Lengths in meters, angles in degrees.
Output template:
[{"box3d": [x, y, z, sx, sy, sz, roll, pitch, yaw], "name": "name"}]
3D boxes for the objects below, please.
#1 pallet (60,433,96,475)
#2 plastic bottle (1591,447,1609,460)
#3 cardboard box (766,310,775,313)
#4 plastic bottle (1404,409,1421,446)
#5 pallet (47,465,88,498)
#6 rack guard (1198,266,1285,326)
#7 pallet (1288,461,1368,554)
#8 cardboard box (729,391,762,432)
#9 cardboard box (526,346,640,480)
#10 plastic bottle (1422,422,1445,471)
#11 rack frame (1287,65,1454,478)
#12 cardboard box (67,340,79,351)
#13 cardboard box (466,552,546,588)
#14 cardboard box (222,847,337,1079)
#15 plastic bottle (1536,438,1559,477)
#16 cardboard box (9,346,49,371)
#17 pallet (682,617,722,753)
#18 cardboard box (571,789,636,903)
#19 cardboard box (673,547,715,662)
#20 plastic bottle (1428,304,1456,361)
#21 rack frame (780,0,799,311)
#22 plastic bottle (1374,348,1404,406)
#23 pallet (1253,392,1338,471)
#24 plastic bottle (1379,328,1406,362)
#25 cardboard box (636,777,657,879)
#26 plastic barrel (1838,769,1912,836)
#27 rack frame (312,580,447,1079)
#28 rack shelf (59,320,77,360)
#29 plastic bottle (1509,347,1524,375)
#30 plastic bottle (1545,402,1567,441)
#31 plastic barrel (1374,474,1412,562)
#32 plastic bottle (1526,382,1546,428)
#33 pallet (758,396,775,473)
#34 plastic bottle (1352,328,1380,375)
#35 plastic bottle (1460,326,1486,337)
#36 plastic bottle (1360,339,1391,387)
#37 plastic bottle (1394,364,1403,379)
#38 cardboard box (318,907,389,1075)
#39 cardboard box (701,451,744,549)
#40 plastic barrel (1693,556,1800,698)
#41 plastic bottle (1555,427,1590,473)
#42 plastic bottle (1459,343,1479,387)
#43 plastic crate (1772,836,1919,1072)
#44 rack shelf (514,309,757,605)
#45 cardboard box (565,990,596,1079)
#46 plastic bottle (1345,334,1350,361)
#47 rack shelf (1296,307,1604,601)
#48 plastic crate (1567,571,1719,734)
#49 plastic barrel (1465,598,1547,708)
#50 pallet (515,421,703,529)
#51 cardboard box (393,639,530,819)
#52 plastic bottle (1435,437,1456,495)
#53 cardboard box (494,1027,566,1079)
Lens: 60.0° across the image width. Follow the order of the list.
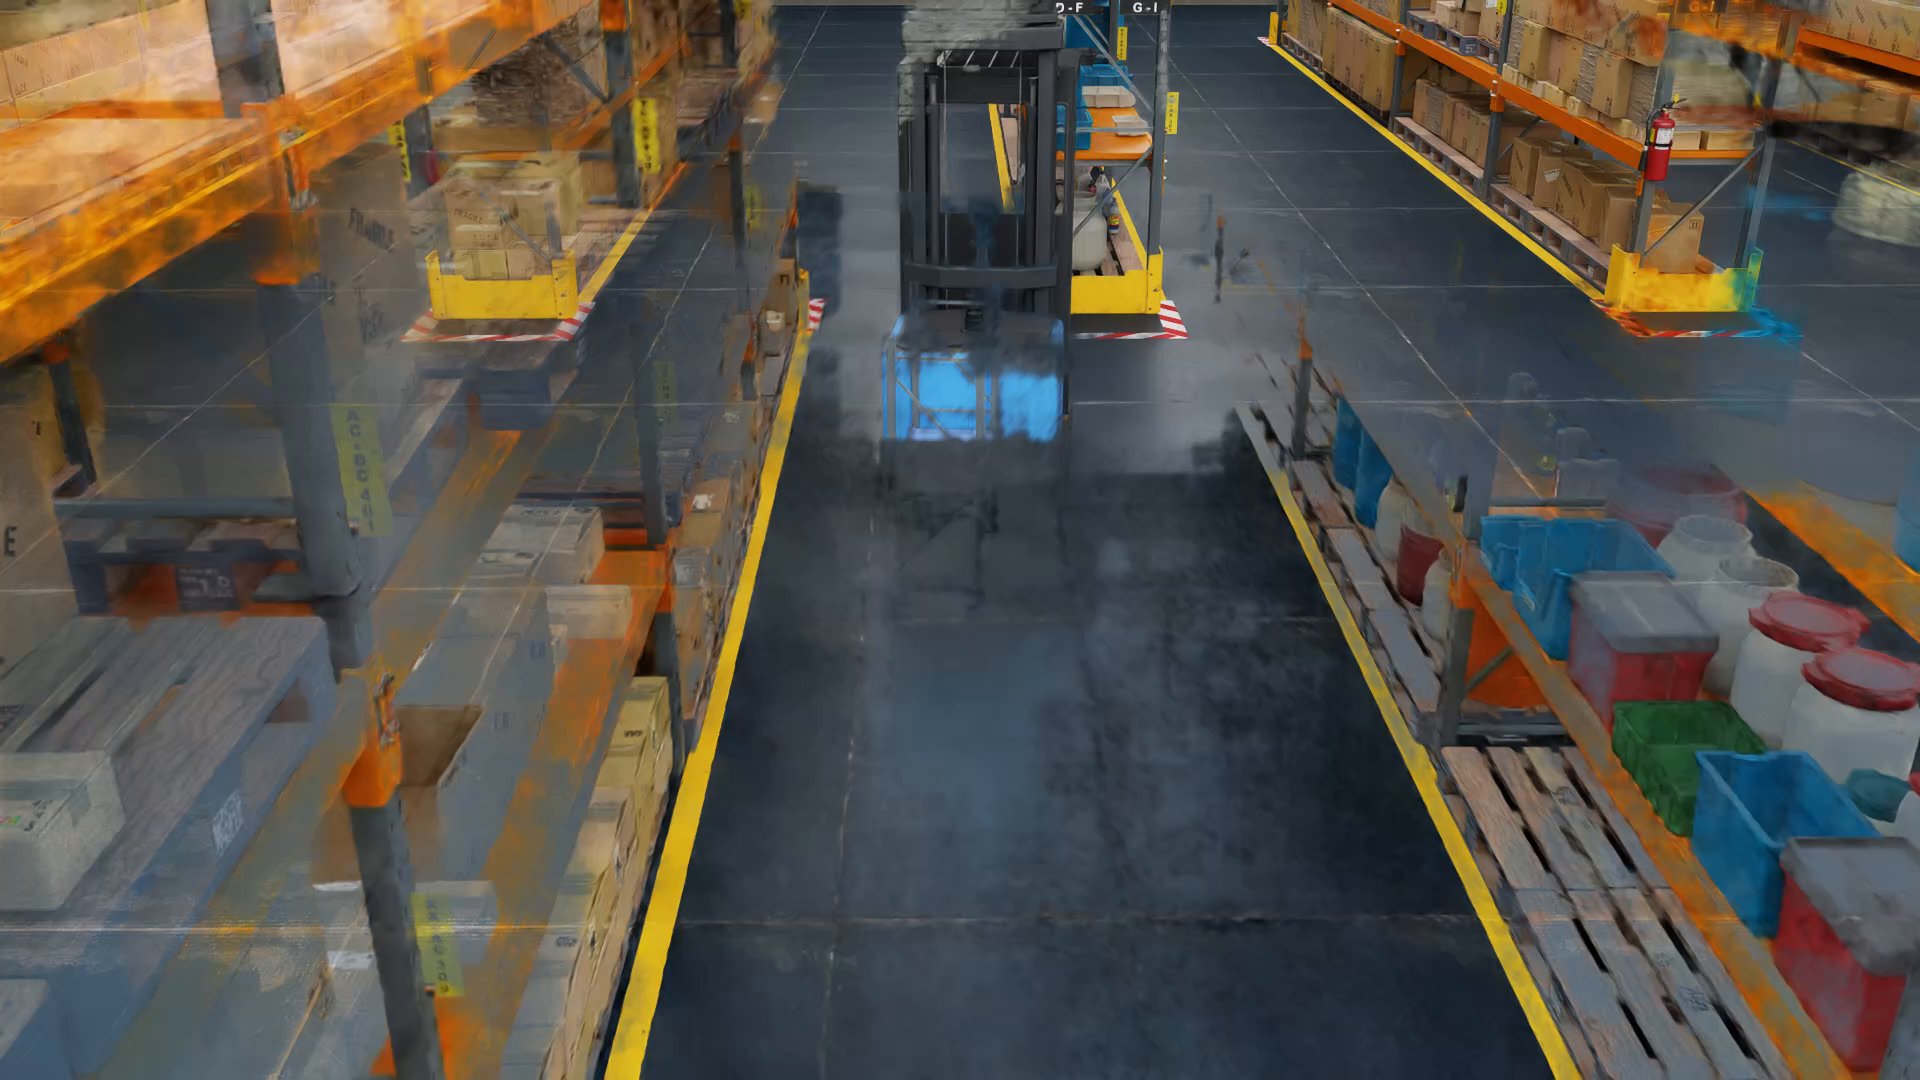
[{"box3d": [-8.820, -7.246, 25.515, 1.003, 0.211, 1.213, 0, 24, -1], "name": "pallet"}, {"box3d": [1.405, -6.768, 21.231, 0.097, 0.271, 0.097, 0, 24, 0], "name": "plastic bottle"}, {"box3d": [-3.814, -8.394, 27.574, 0.380, 0.166, 0.250, 0, 24, -1], "name": "cardboard box"}, {"box3d": [0.637, -7.057, 21.954, 0.097, 0.201, 0.097, 0, 24, 0], "name": "plastic bottle"}, {"box3d": [-8.806, -6.615, 24.119, 1.003, 0.211, 1.213, 0, 24, -1], "name": "pallet"}, {"box3d": [0.959, -8.766, 28.526, 1.175, 0.500, 0.348, 0, 24, -1], "name": "rack guard"}, {"box3d": [0.983, -6.659, 24.216, 1.003, 0.211, 1.213, 0, 24, -1], "name": "pallet"}, {"box3d": [-3.725, -7.376, 25.147, 0.500, 0.311, 0.500, 0, 24, -1], "name": "cardboard box"}, {"box3d": [-4.013, -7.074, 21.120, 0.700, 0.500, 0.500, -9, 26, -18], "name": "cardboard box"}, {"box3d": [0.641, -6.928, 21.584, 0.097, 0.271, 0.097, 0, 24, 0], "name": "plastic bottle"}, {"box3d": [1.016, -8.247, 24.345, 1.000, 3.000, 0.127, 0, 24, -1], "name": "rack frame"}, {"box3d": [-8.798, -7.771, 25.815, 0.700, 0.500, 0.500, 0, 24, -1], "name": "cardboard box"}, {"box3d": [-4.077, -6.168, 19.856, 0.500, 0.311, 0.500, -1, 24, -1], "name": "cardboard box"}, {"box3d": [-3.838, -5.384, 16.318, 0.700, 0.500, 0.500, 0, 24, 0], "name": "cardboard box"}, {"box3d": [1.249, -6.871, 21.542, 0.097, 0.201, 0.097, 0, 24, 0], "name": "plastic bottle"}, {"box3d": [-8.993, -7.799, 25.090, 0.380, 0.149, 0.250, 0, 24, -1], "name": "cardboard box"}, {"box3d": [-3.863, -5.616, 21.910, 1.003, 0.211, 1.213, 0, 24, -1], "name": "pallet"}, {"box3d": [-3.626, -5.135, 19.611, 0.500, 0.311, 0.500, 0, 24, -1], "name": "cardboard box"}, {"box3d": [-3.624, -6.044, 21.974, 0.500, 0.500, 0.500, -1, 24, -2], "name": "cardboard box"}, {"box3d": [1.211, -7.771, 23.351, 0.144, 0.351, 0.185, 0, 24, -1], "name": "plastic bottle"}, {"box3d": [-3.980, -9.875, 27.944, 1.000, 3.000, 0.127, 0, 24, -1], "name": "rack frame"}, {"box3d": [0.653, -7.409, 22.552, 0.144, 0.351, 0.185, 0, 24, -1], "name": "plastic bottle"}, {"box3d": [0.970, -7.280, 25.589, 1.003, 0.211, 1.213, 0, 24, -1], "name": "pallet"}, {"box3d": [0.803, -7.617, 23.103, 0.152, 0.276, 0.135, 0, 24, -1], "name": "plastic bottle"}, {"box3d": [-3.634, -5.089, 20.188, 0.500, 0.250, 0.500, -1, 24, -1], "name": "cardboard box"}, {"box3d": [1.243, -5.434, 18.292, 0.301, 0.262, 0.301, 0, 24, 0], "name": "plastic barrel"}, {"box3d": [-3.849, -4.930, 17.010, 1.000, 3.000, 0.127, 0, 24, -1], "name": "rack frame"}, {"box3d": [-8.912, -8.699, 26.217, 1.077, 0.370, 4.000, 0, 24, -1], "name": "rack shelf"}, {"box3d": [1.366, -7.394, 22.517, 0.144, 0.351, 0.185, 0, 24, -1], "name": "plastic bottle"}, {"box3d": [1.415, -7.067, 21.876, 0.061, 0.283, 0.133, 0, 24, -1], "name": "plastic bottle"}, {"box3d": [0.930, -6.556, 23.115, 0.421, 0.512, 0.421, 0, 24, 0], "name": "plastic barrel"}, {"box3d": [1.412, -7.202, 22.175, 0.061, 0.283, 0.133, 0, 24, -1], "name": "plastic bottle"}, {"box3d": [-3.943, -7.239, 25.500, 1.003, 0.211, 1.213, 0, 24, -1], "name": "pallet"}, {"box3d": [0.651, -7.617, 23.101, 0.152, 0.276, 0.135, 0, 24, -1], "name": "plastic bottle"}, {"box3d": [1.353, -7.671, 23.222, 0.152, 0.276, 0.135, 0, 24, -1], "name": "plastic bottle"}, {"box3d": [0.653, -7.521, 22.890, 0.152, 0.276, 0.135, 0, 24, -1], "name": "plastic bottle"}, {"box3d": [0.674, -7.313, 22.421, 0.061, 0.283, 0.133, 0, 24, -1], "name": "plastic bottle"}, {"box3d": [-3.899, -5.064, 17.489, 0.500, 0.250, 0.500, 1, 24, 3], "name": "cardboard box"}, {"box3d": [-3.643, -6.676, 23.370, 0.500, 0.500, 0.500, 0, 24, 0], "name": "cardboard box"}, {"box3d": [1.289, -6.053, 19.359, 0.421, 0.512, 0.421, 0, 24, 0], "name": "plastic barrel"}, {"box3d": [1.373, -6.913, 21.545, 0.152, 0.276, 0.135, 0, 24, -1], "name": "plastic bottle"}, {"box3d": [1.233, -7.510, 22.871, 0.097, 0.271, 0.097, 0, 24, 0], "name": "plastic bottle"}, {"box3d": [0.792, -5.178, 17.481, 0.402, 0.464, 0.583, 0, 24, -1], "name": "plastic crate"}, {"box3d": [-3.915, -7.075, 22.625, 1.077, 0.370, 4.000, 0, 24, -1], "name": "rack shelf"}, {"box3d": [-3.619, -4.460, 18.798, 0.500, 0.250, 0.500, -1, 24, -2], "name": "cardboard box"}, {"box3d": [0.620, -7.685, 23.344, 0.097, 0.201, 0.097, 0, 24, 0], "name": "plastic bottle"}, {"box3d": [1.038, -7.095, 22.671, 1.077, 0.370, 4.000, 0, 24, -1], "name": "rack shelf"}, {"box3d": [0.772, -5.961, 19.212, 0.402, 0.464, 0.583, 0, 24, -1], "name": "plastic crate"}, {"box3d": [1.038, -6.003, 21.507, 0.600, 0.830, 0.708, 0, 24, -1], "name": "plastic barrel"}, {"box3d": [-3.971, -6.770, 21.311, 1.213, 0.211, 1.003, 0, 24, -1], "name": "pallet"}, {"box3d": [-3.853, -5.716, 18.626, 0.500, 0.500, 0.500, 0, 24, 0], "name": "cardboard box"}, {"box3d": [0.626, -6.806, 21.299, 0.061, 0.283, 0.133, 0, 24, -1], "name": "plastic bottle"}, {"box3d": [-3.605, -4.502, 18.210, 0.500, 0.311, 0.500, -1, 24, -1], "name": "cardboard box"}]
